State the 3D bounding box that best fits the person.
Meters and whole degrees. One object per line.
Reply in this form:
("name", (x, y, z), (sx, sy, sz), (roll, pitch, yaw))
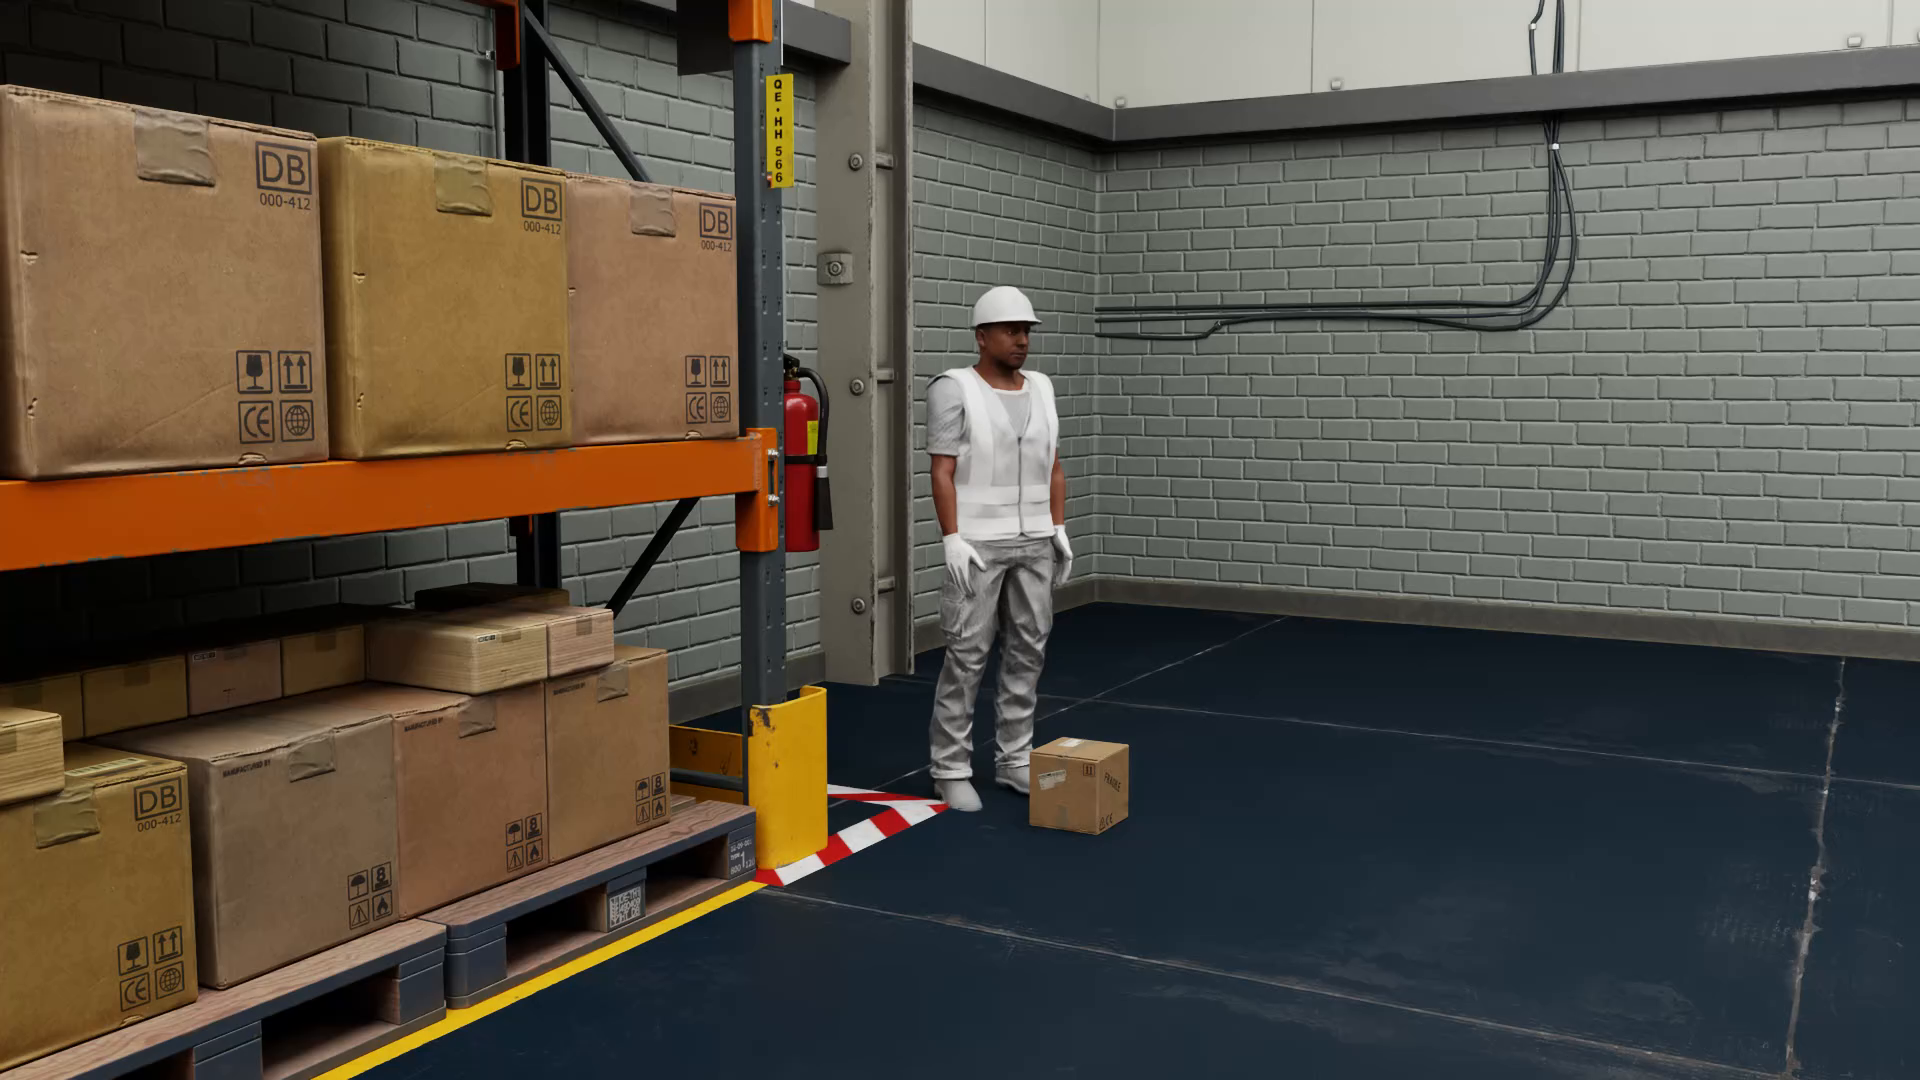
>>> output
("person", (0.140, 0.026, 5.837), (0.550, 1.812, 0.356), (-4, 7, -33))
